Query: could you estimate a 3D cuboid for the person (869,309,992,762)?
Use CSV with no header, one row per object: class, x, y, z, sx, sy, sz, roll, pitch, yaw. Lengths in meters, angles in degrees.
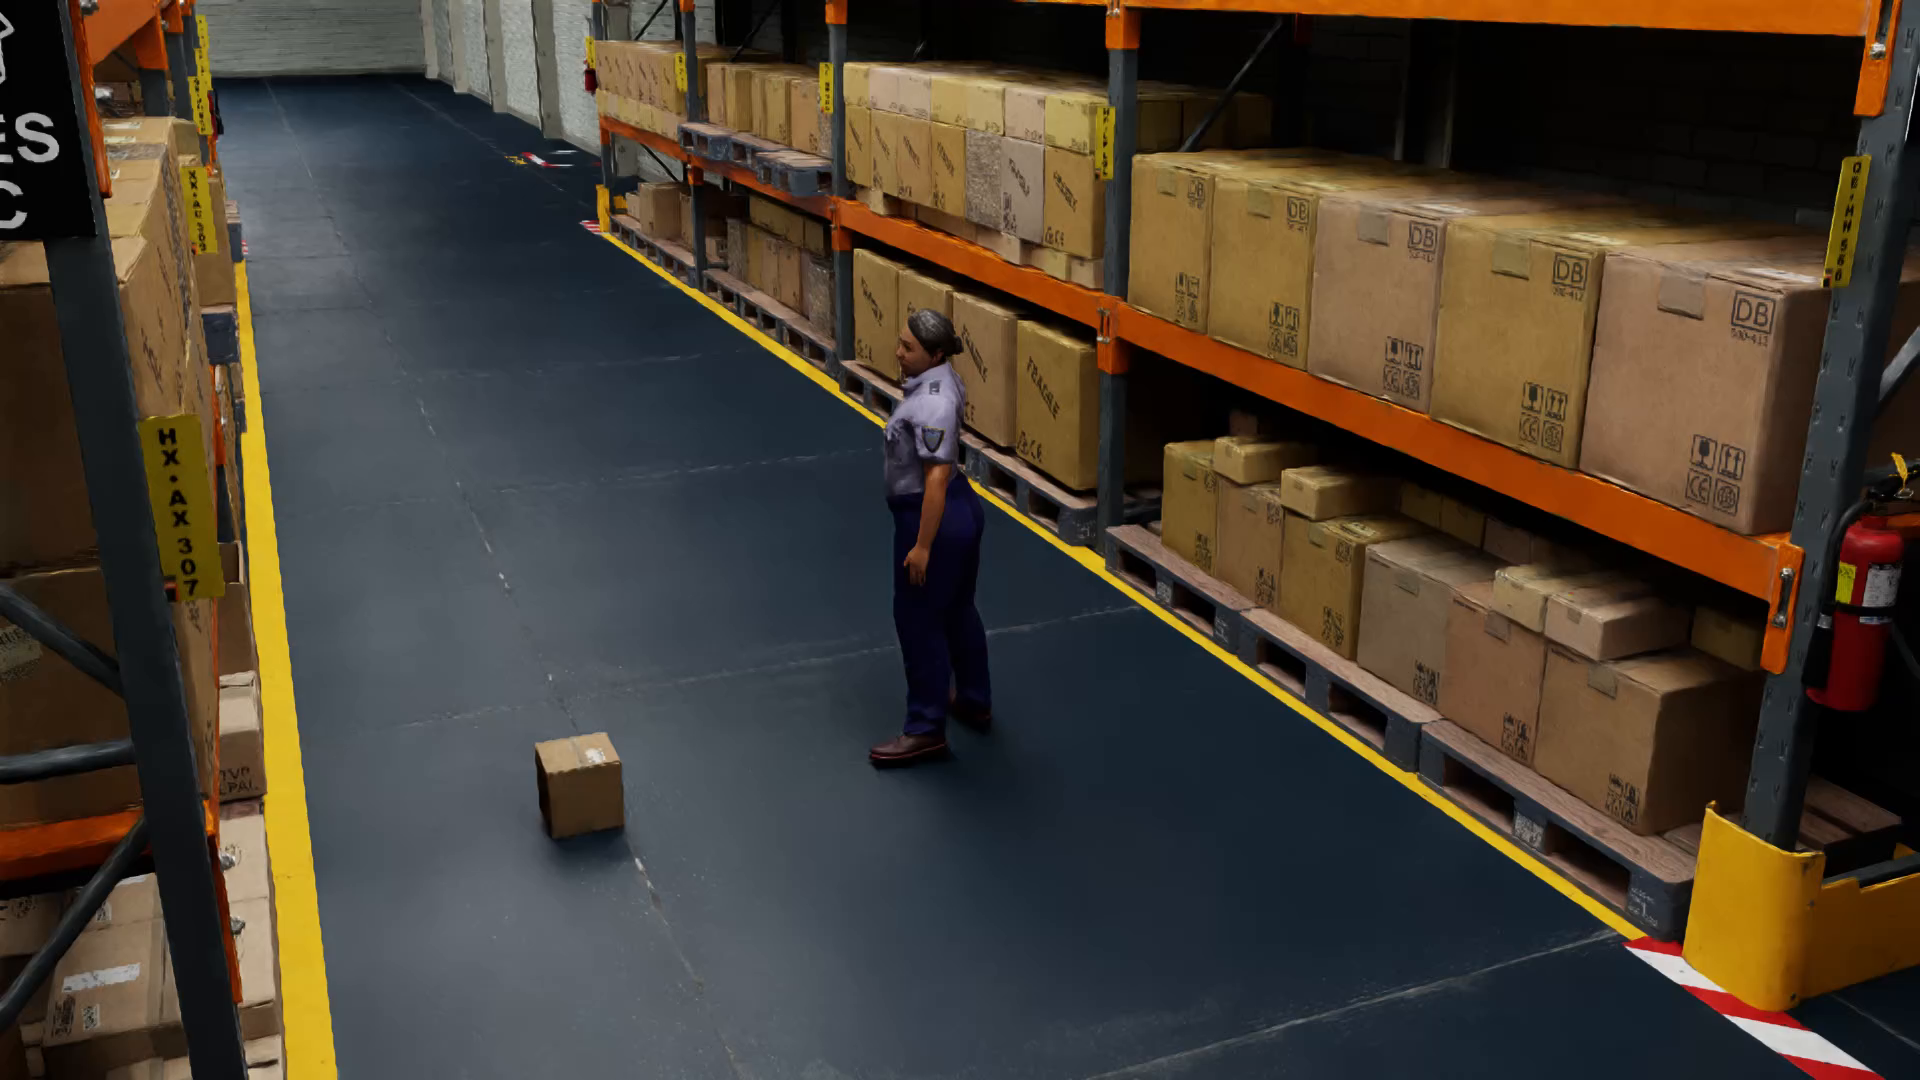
person,-0.094,-0.031,6.146,0.404,1.643,0.624,3,19,10
